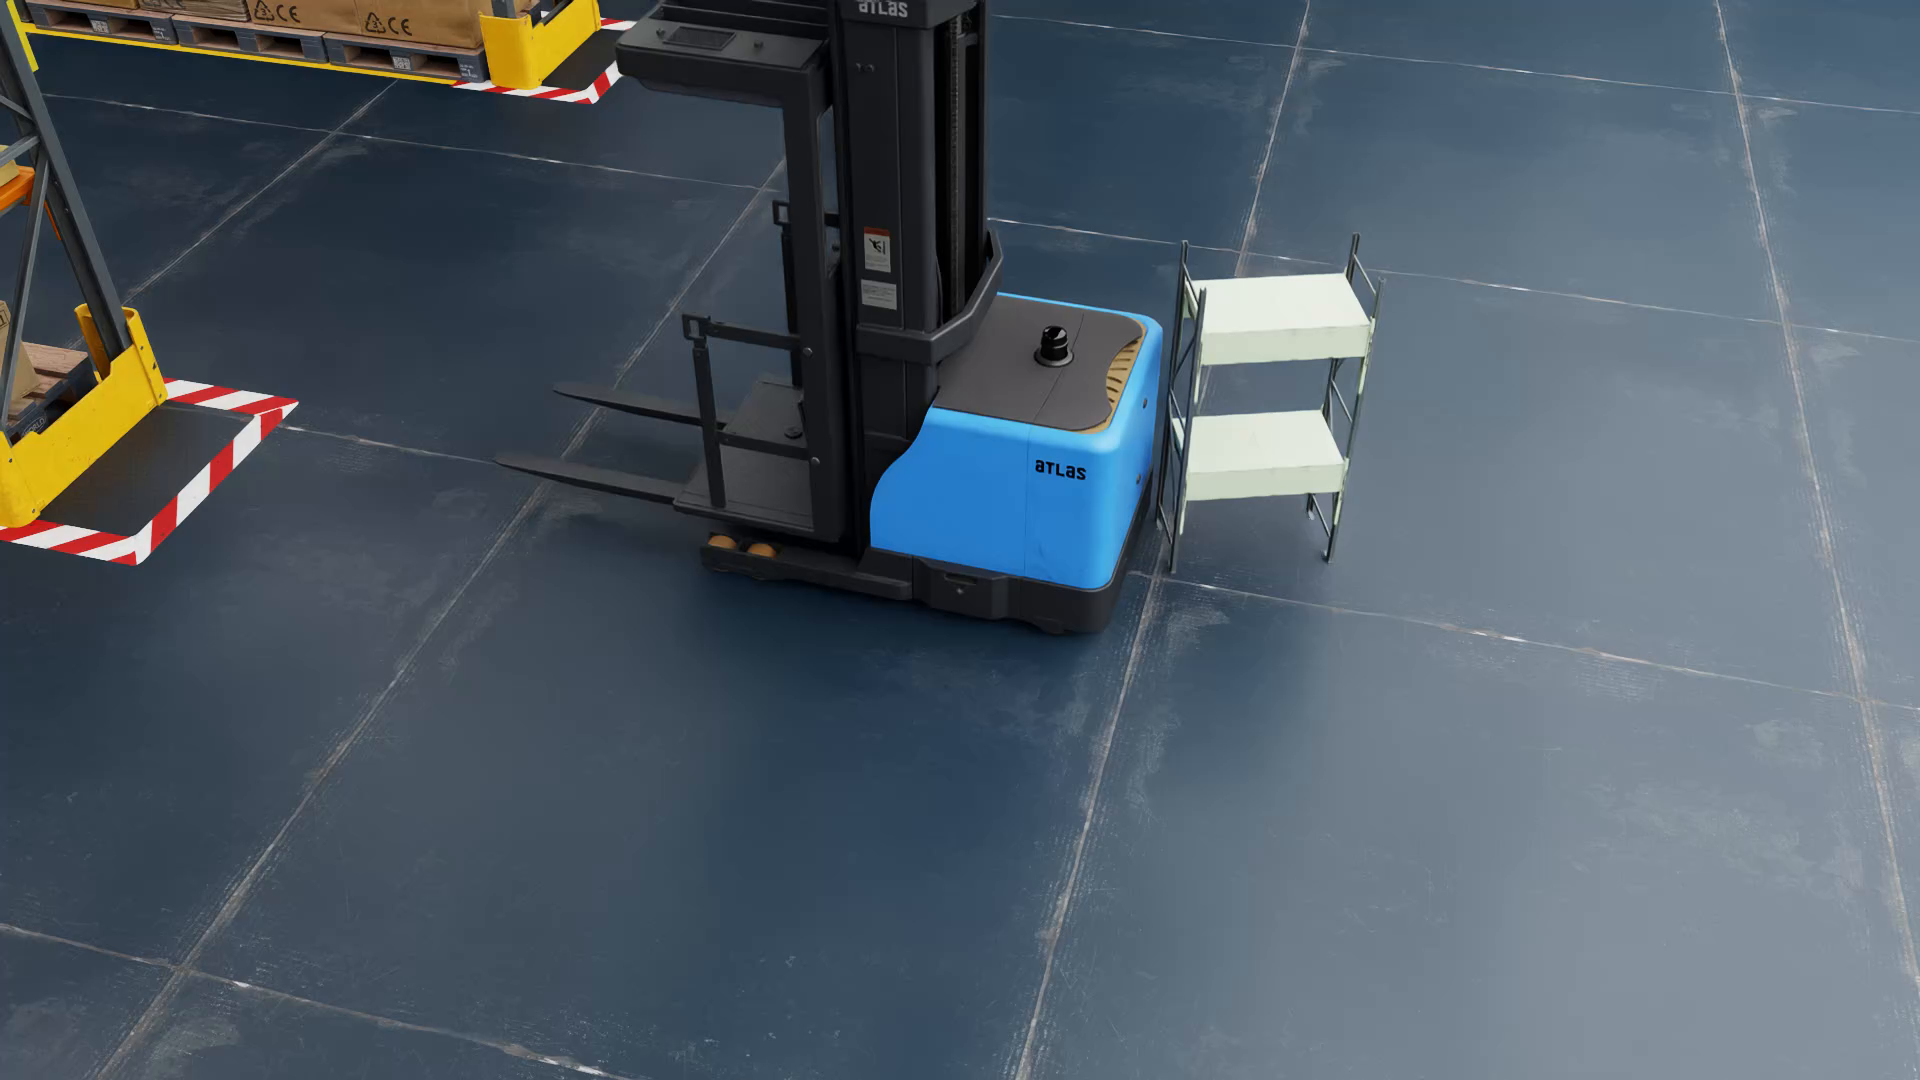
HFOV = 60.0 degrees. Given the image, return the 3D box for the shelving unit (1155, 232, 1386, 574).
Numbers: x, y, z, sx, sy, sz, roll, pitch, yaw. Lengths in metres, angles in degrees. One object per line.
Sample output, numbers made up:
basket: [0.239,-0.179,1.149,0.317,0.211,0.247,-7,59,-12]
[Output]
shelving unit: [1.318,-0.570,7.287,0.755,1.500,0.431,-4,40,-4]

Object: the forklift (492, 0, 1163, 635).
forklift: [-0.675,-1.254,6.989,3.031,2.935,1.130,11,41,13]

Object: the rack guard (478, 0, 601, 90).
rack guard: [-2.953,-3.678,11.765,0.348,0.500,1.175,10,41,11]

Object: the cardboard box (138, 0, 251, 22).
cardboard box: [-5.379,-4.356,11.954,0.875,0.875,0.875,10,41,12]

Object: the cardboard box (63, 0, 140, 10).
cardboard box: [-6.251,-4.503,12.129,0.875,0.875,0.875,10,41,12]

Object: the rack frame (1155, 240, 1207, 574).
rack frame: [0.954,-0.547,7.260,0.023,1.500,0.400,-4,40,-4]

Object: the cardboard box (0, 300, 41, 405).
cardboard box: [-4.955,-0.892,8.121,0.500,0.500,0.500,17,43,19]

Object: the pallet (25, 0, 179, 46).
pallet: [-6.126,-4.061,12.446,1.213,0.211,1.003,10,41,11]

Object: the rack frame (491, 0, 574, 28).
rack frame: [-2.976,-4.639,10.966,0.127,3.000,1.000,10,41,11]

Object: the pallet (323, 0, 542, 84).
pallet: [-3.769,-3.655,11.963,1.213,0.211,1.003,10,41,11]

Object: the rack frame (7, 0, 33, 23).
rack frame: [-6.840,-5.304,11.757,0.127,3.000,1.000,10,41,11]

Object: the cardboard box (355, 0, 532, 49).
cardboard box: [-3.649,-4.058,11.599,0.875,0.875,0.875,10,41,12]

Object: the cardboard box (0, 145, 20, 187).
cardboard box: [-4.570,-1.674,7.630,0.250,0.149,0.380,10,41,11]

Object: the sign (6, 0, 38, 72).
sign: [-4.216,-2.243,7.440,0.005,0.325,0.100,10,41,11]

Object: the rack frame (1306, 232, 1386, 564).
rack frame: [1.683,-0.593,7.315,0.023,1.500,0.400,-4,40,-4]

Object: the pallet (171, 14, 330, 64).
pallet: [-4.944,-3.859,12.206,1.213,0.211,1.003,10,41,11]

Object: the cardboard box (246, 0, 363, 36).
cardboard box: [-4.499,-4.203,11.772,0.875,0.875,0.875,9,41,11]

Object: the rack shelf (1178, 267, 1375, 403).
rack shelf: [1.318,-0.869,7.036,0.720,0.370,0.431,-4,40,-4]

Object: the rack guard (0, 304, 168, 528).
rack guard: [-4.429,-0.630,8.136,0.348,0.500,1.175,10,41,11]

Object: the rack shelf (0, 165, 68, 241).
rack shelf: [-6.288,-1.631,7.944,4.000,0.370,1.077,10,41,11]

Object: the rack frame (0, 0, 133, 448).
rack frame: [-4.356,-1.574,7.317,0.127,3.000,1.000,10,41,11]

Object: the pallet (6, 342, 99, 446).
pallet: [-5.205,-0.676,8.415,1.213,0.211,1.003,10,41,11]

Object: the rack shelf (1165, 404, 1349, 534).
rack shelf: [1.318,-0.321,7.497,0.720,0.370,0.431,-4,40,-4]
